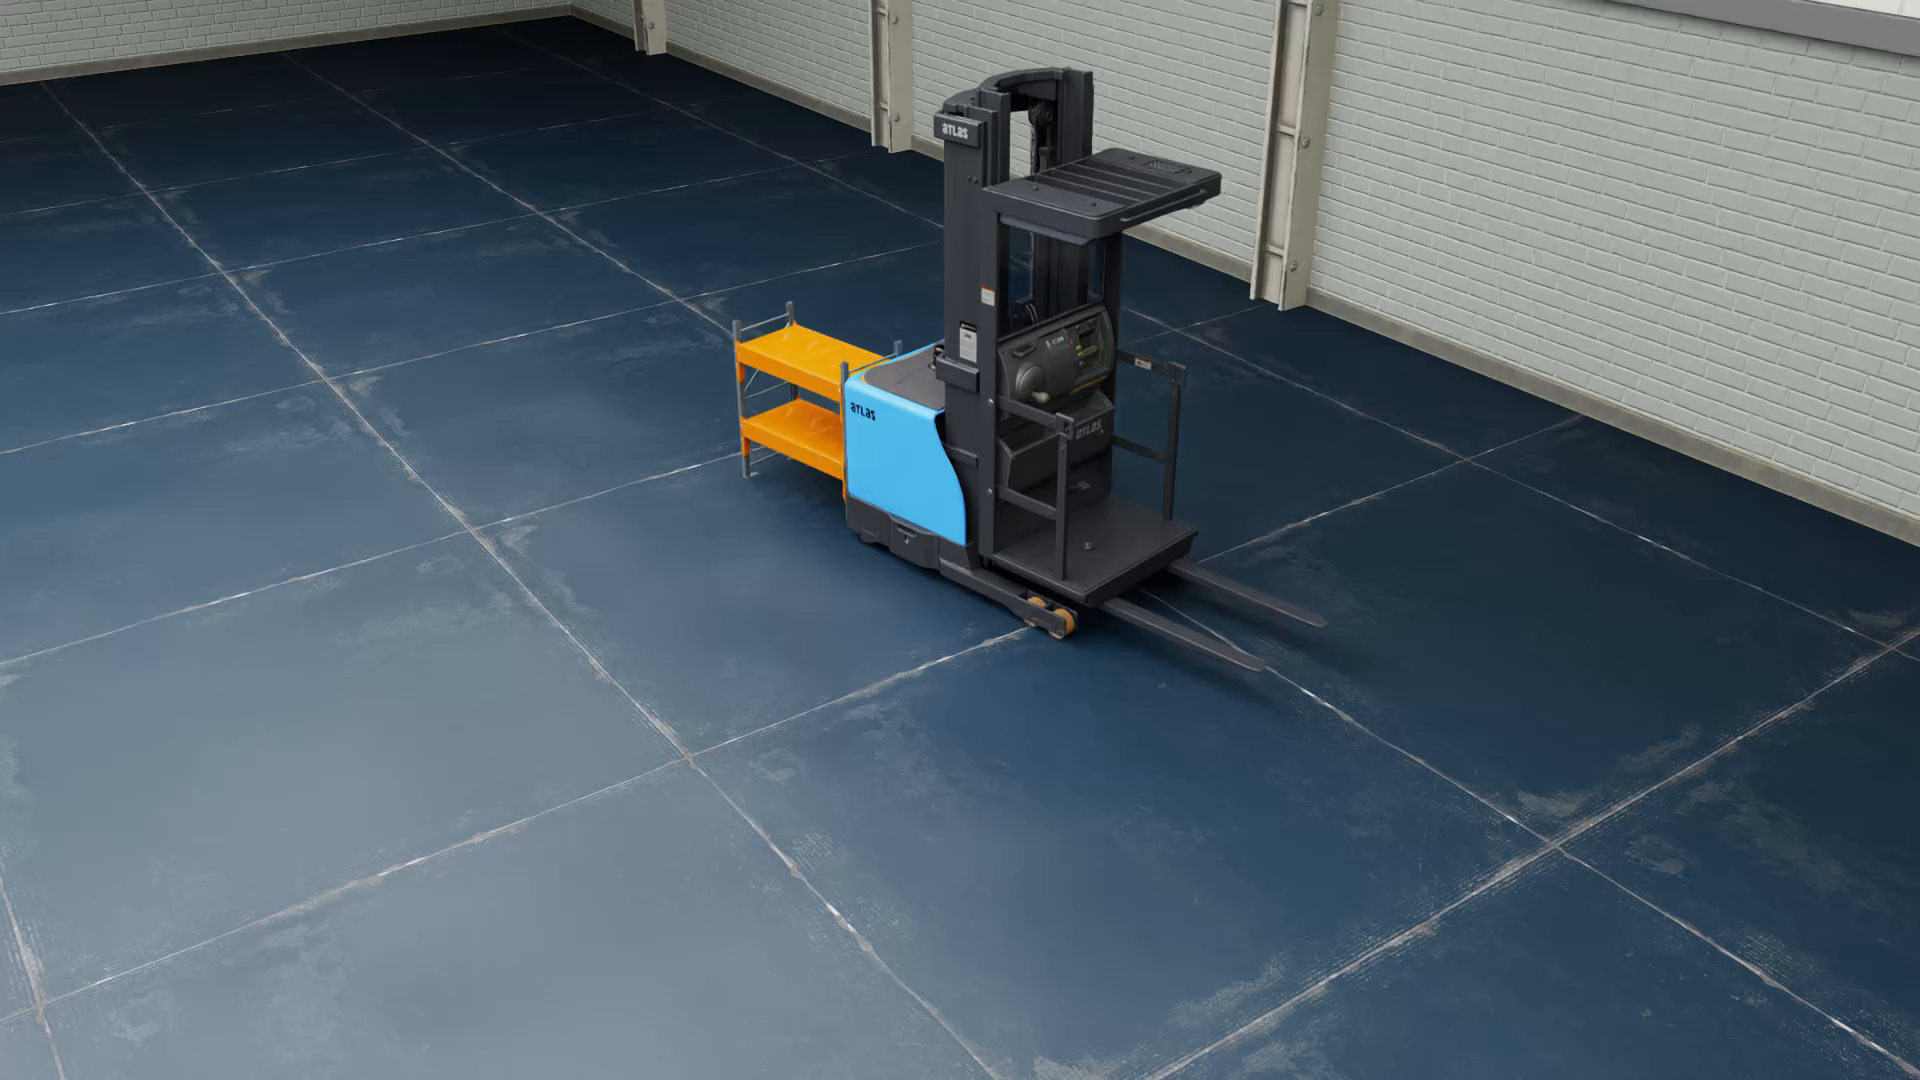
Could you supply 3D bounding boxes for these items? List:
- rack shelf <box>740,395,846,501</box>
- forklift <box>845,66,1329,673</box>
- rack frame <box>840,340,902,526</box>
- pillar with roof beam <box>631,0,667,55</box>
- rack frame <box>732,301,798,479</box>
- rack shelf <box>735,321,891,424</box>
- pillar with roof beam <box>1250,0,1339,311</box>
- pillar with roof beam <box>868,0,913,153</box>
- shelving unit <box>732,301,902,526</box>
[{"bbox_3d":[-0.916,-0.618,10.948,1.000,0.278,0.538,24,37,37],"label":"rack shelf"},{"bbox_3d":[0.706,-1.010,9.265,3.031,2.935,1.130,24,37,37],"label":"forklift"},{"bbox_3d":[-0.546,-0.666,10.525,0.032,1.125,0.500,24,37,37],"label":"rack frame"},{"bbox_3d":[-7.738,-9.478,18.500,9.100,9.000,0.400,-19,34,-31],"label":"pillar with roof beam"},{"bbox_3d":[-1.287,-0.999,11.137,0.032,1.125,0.500,24,37,37],"label":"rack frame"},{"bbox_3d":[-0.916,-1.090,10.691,1.000,0.278,0.538,24,37,37],"label":"rack shelf"},{"bbox_3d":[-0.778,-4.813,9.910,9.100,9.000,0.400,-19,34,-31],"label":"pillar with roof beam"},{"bbox_3d":[-4.258,-7.146,14.205,9.100,9.000,0.400,-19,34,-31],"label":"pillar with roof beam"},{"bbox_3d":[-0.916,-0.833,10.831,1.048,1.125,0.538,24,37,37],"label":"shelving unit"}]
